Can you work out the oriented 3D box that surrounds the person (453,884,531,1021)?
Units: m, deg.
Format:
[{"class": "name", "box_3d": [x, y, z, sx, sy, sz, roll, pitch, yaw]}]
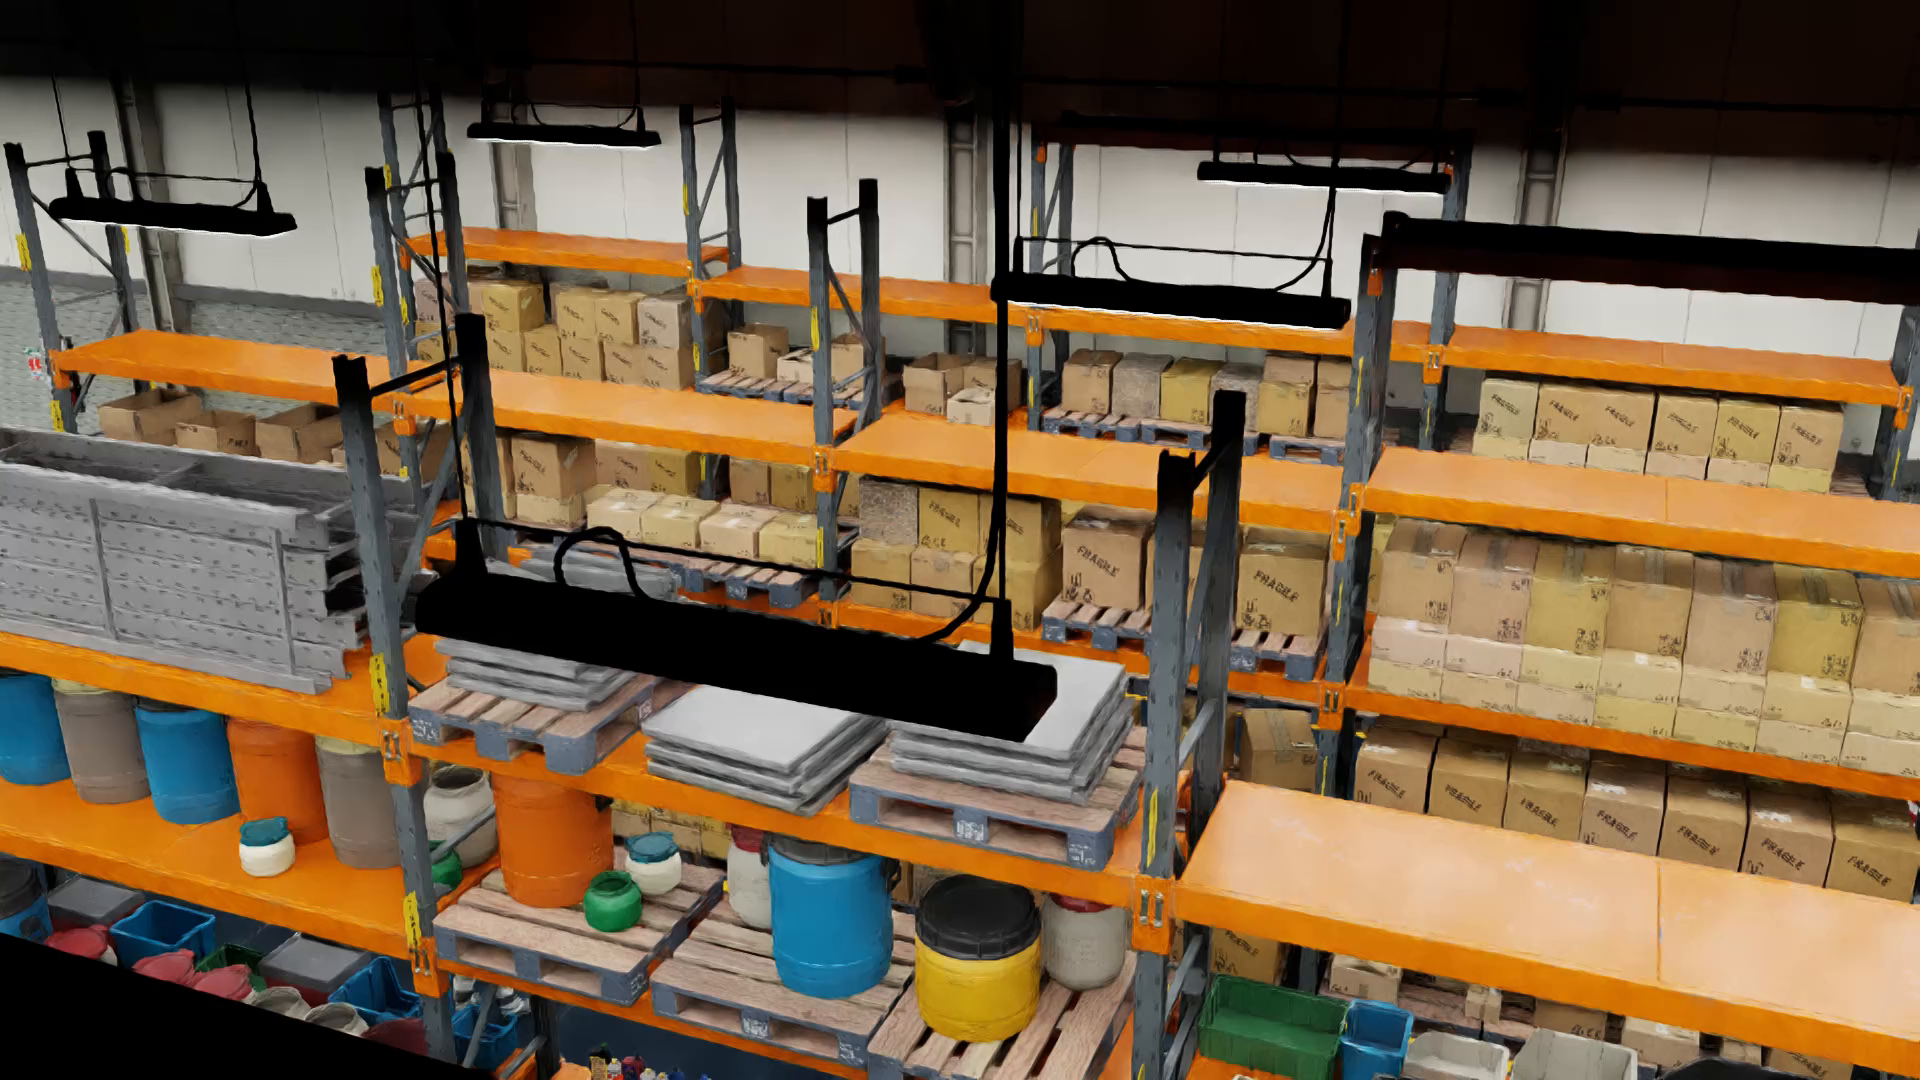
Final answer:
[{"class": "person", "box_3d": [-3.527, 2.810, 12.460, 0.575, 1.785, 0.655, -17, 27, -37]}]
